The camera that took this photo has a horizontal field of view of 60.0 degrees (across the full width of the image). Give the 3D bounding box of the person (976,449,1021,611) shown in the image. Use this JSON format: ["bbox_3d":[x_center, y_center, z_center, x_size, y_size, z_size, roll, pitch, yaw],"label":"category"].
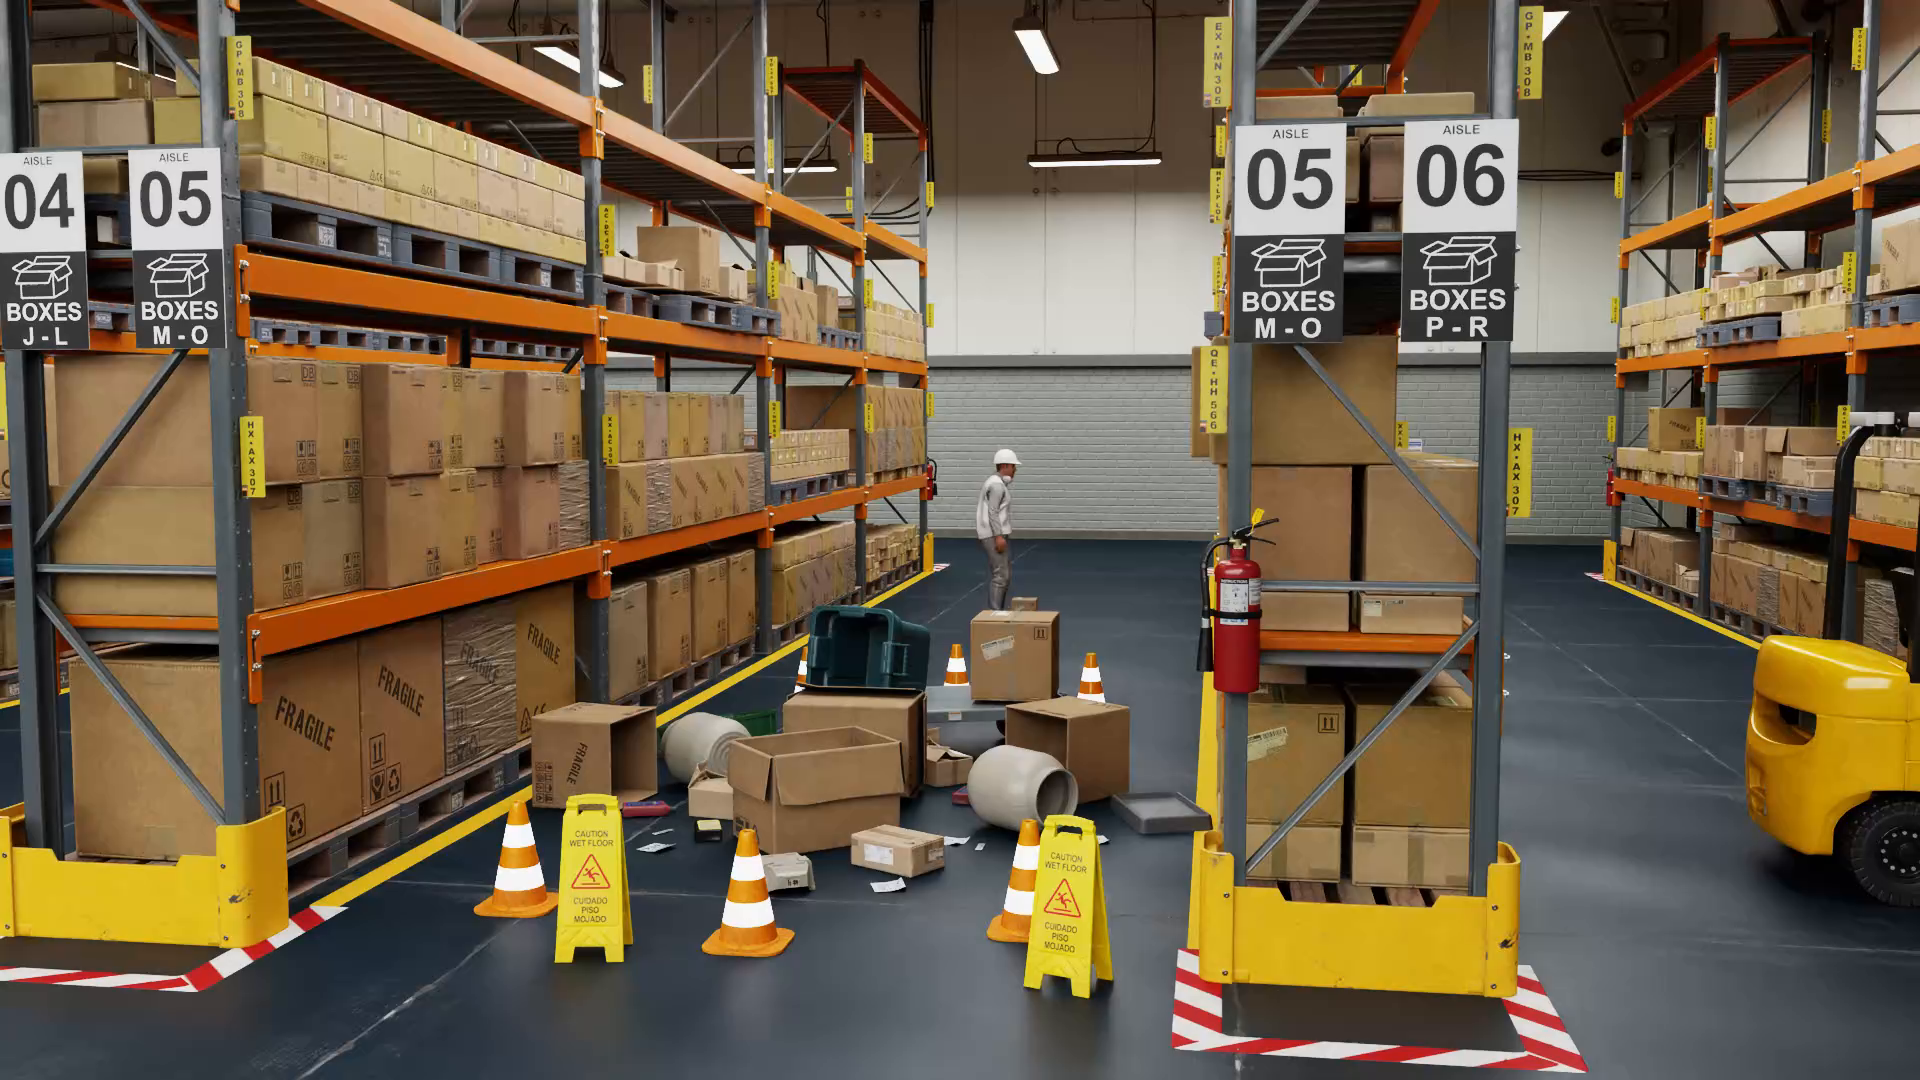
[{"bbox_3d":[0.398,-0.036,16.942,0.466,1.769,0.579,0,4,6],"label":"person"}]
